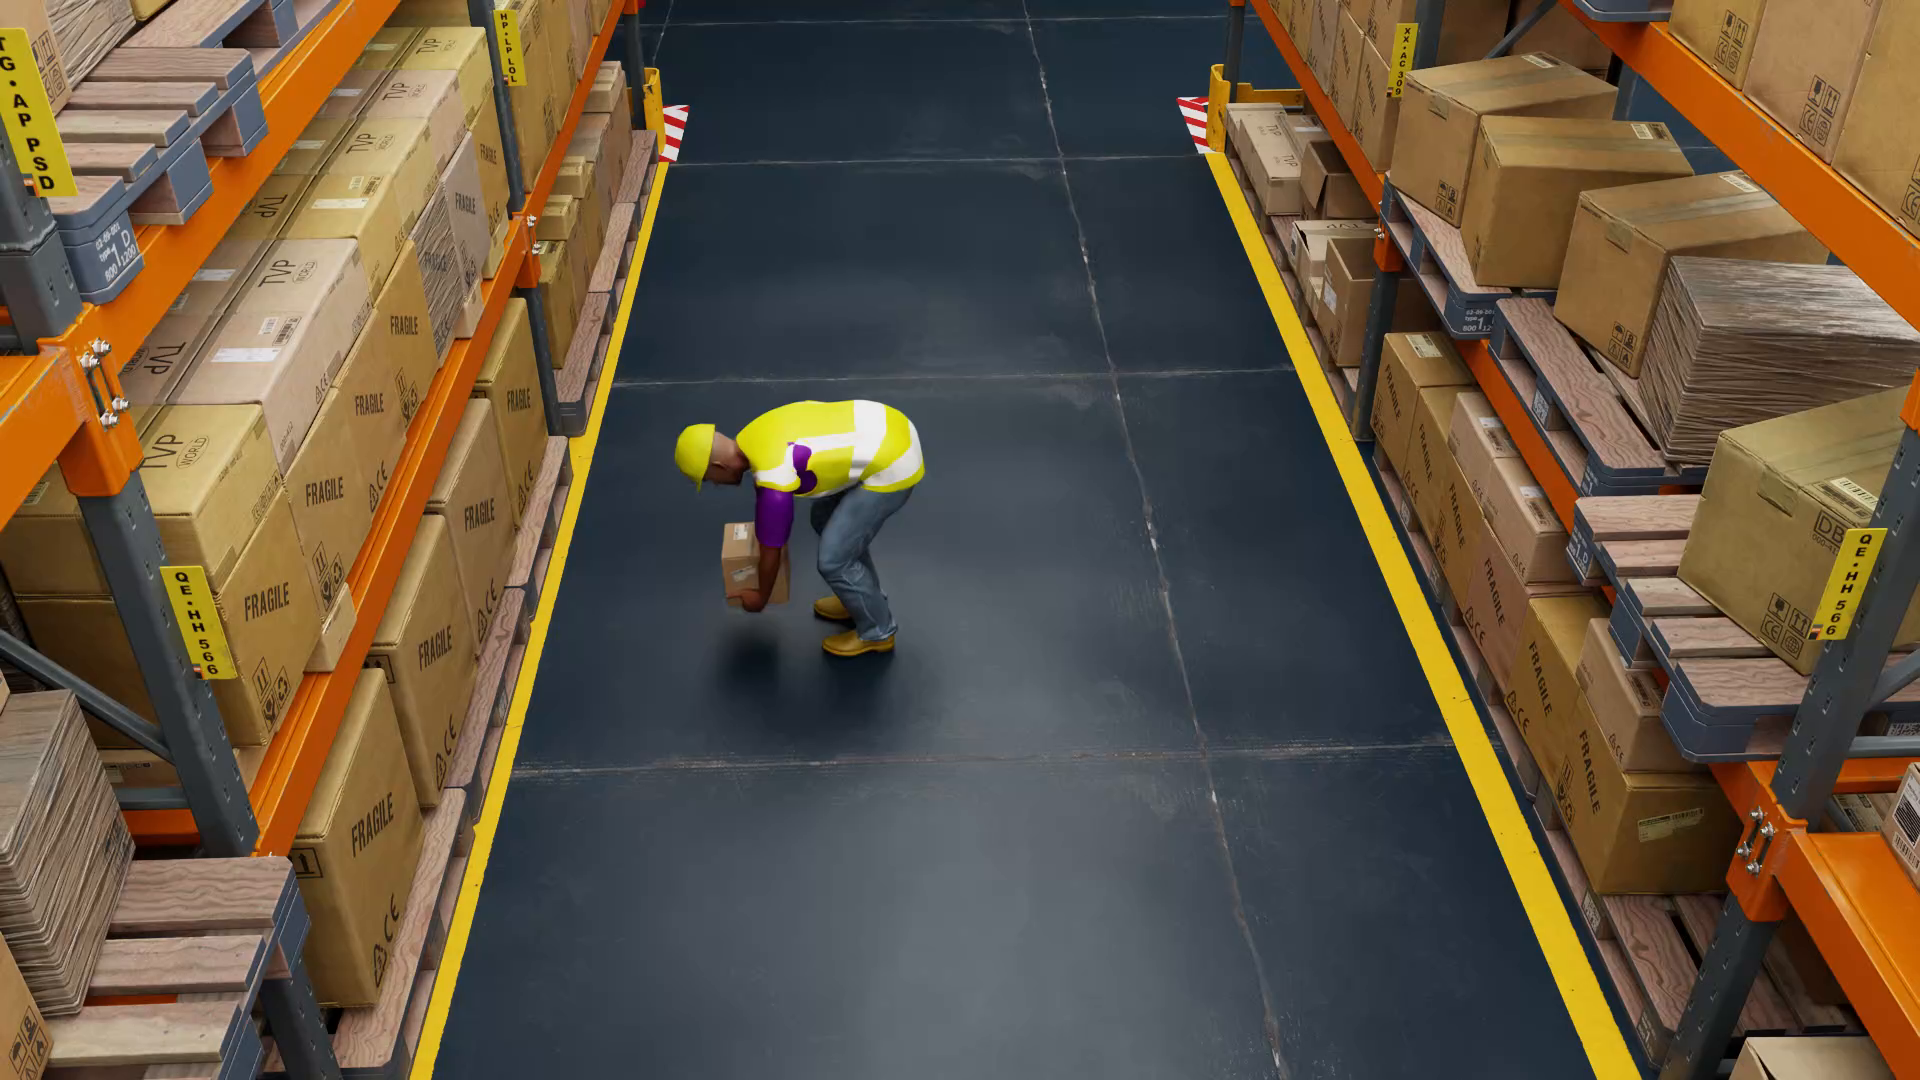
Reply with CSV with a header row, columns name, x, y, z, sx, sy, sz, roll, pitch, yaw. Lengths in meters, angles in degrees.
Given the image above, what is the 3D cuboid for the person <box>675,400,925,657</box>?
name,x,y,z,sx,sy,sz,roll,pitch,yaw
person,-0.635,-0.049,6.792,0.982,1.075,0.479,-3,35,-4
